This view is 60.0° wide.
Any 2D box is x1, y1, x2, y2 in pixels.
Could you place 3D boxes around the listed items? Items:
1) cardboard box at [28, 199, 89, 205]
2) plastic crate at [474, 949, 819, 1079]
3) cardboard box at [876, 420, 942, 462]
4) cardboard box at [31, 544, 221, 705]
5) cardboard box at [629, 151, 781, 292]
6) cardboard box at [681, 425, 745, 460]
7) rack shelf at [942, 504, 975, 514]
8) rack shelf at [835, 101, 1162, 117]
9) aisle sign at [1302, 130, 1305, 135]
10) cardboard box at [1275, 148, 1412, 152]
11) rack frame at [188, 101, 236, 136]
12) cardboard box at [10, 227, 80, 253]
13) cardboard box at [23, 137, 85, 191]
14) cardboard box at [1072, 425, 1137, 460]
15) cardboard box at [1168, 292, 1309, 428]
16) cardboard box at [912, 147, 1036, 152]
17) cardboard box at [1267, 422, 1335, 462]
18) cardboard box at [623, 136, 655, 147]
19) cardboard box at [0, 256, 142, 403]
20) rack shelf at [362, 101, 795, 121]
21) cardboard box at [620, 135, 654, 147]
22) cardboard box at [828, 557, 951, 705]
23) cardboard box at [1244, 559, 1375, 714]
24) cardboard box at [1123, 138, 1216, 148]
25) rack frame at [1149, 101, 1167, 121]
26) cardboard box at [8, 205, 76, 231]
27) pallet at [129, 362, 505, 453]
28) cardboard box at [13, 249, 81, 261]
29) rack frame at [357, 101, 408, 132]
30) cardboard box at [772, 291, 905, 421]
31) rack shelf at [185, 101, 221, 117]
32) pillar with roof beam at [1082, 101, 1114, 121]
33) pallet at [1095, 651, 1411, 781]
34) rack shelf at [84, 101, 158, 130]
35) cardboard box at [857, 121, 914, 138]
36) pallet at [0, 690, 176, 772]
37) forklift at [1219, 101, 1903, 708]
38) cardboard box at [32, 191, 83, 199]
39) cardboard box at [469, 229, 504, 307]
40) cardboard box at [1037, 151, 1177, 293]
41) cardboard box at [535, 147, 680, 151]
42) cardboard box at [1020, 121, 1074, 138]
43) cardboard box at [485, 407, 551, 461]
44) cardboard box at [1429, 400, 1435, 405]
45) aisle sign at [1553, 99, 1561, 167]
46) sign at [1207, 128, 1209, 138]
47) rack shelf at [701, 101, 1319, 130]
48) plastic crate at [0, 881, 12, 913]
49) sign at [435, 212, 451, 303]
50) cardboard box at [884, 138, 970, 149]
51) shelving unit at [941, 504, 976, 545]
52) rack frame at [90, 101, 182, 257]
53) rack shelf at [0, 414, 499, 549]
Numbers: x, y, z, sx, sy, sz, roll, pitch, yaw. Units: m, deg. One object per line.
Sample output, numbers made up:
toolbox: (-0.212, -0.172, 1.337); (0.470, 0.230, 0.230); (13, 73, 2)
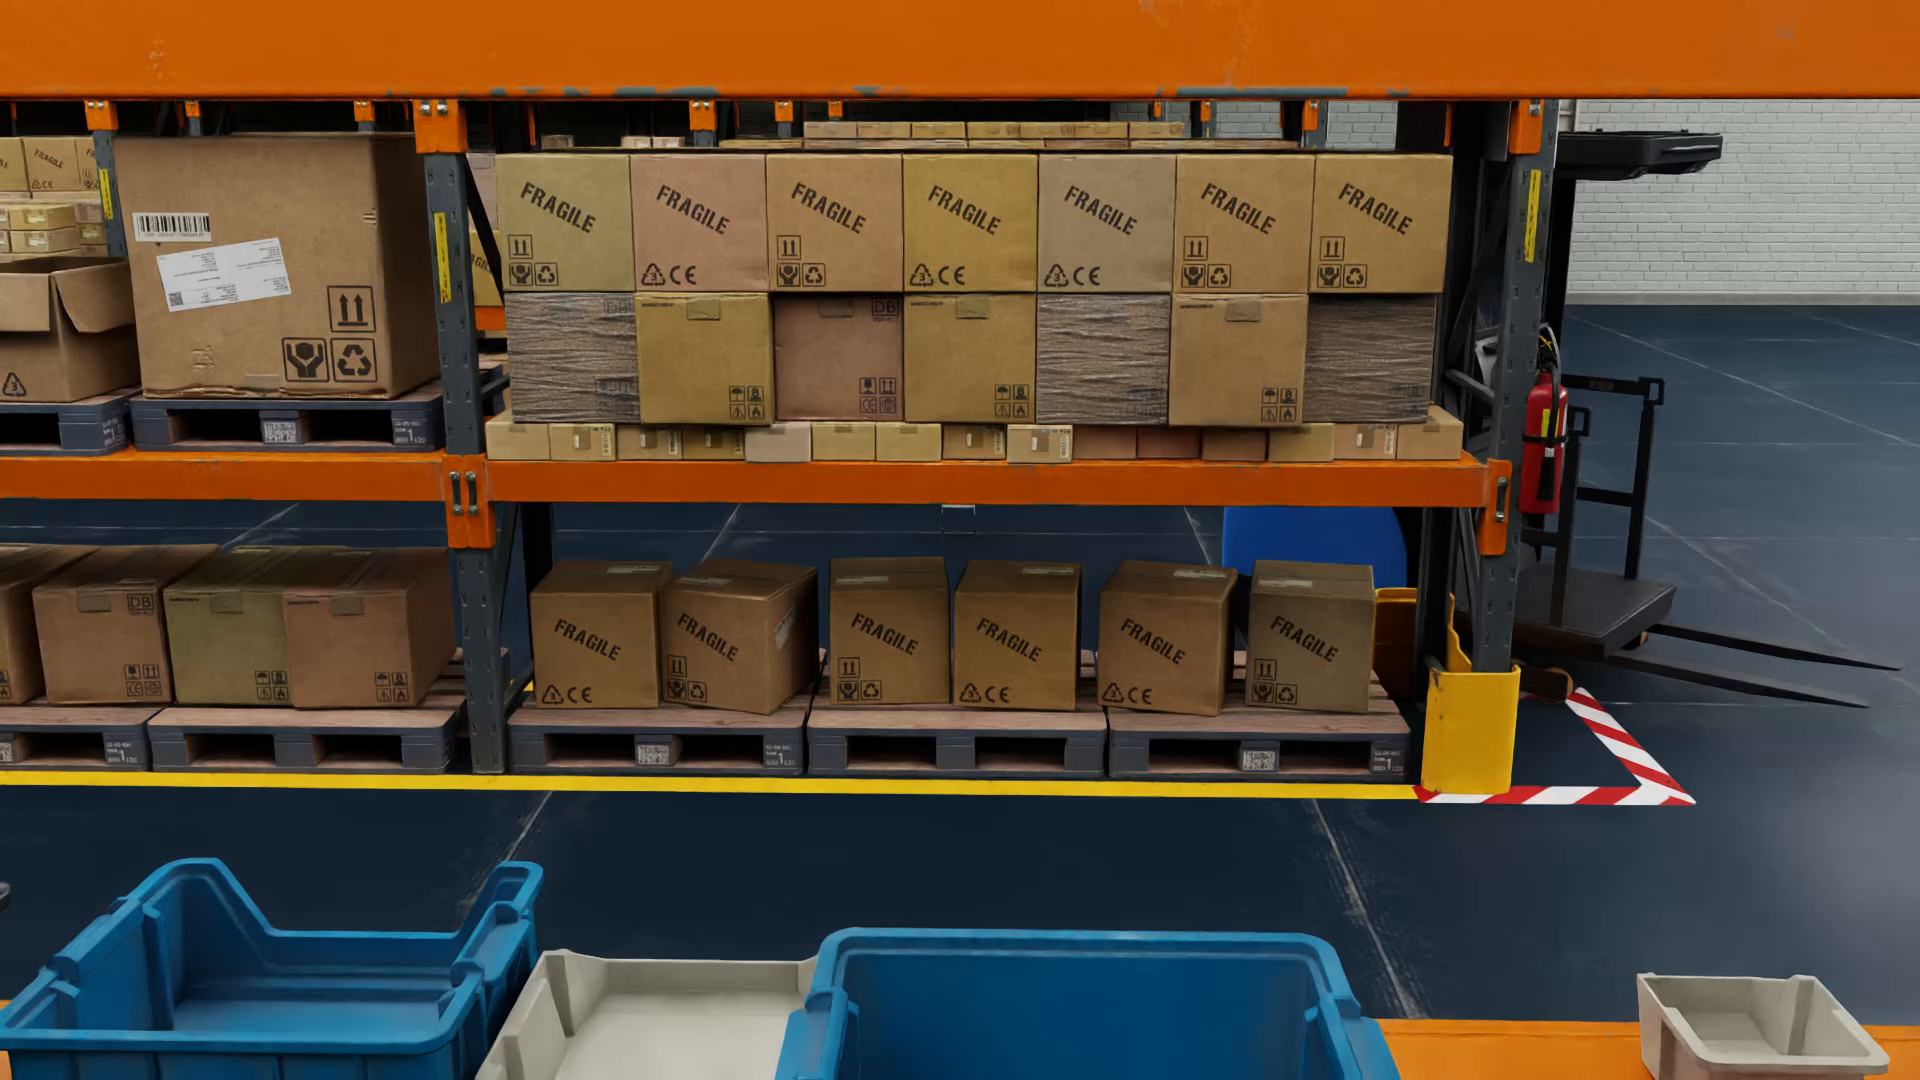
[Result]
cardboard box: (-6.395, -2.337, 11.822); (0.250, 0.149, 0.380); (0, 15, 0)
plastic crate: (-0.395, 0.712, 2.277); (0.437, 0.136, 0.530); (0, 15, 1)
cardboard box: (-0.192, -0.418, 6.538); (0.250, 0.149, 0.380); (0, 15, 1)
cardboard box: (-3.548, 0.351, 7.169); (0.500, 0.500, 0.700); (-1, 15, -3)
cardboard box: (-0.955, -1.229, 6.380); (0.500, 0.500, 0.500); (0, 15, 1)
cardboard box: (-0.941, -0.426, 6.567); (0.250, 0.149, 0.380); (0, 15, 1)
rack shelf: (-0.008, -0.229, 10.280); (0.200, 0.077, 0.258); (0, 15, 1)
rack shelf: (0.477, -5.507, 20.863); (4.000, 0.370, 1.077); (0, 15, 1)
aisle sign: (2.406, -3.196, 11.476); (0.004, 0.787, 0.394); (0, 15, 1)
cardboard box: (1.557, -1.347, 6.826); (0.500, 0.500, 0.500); (0, 15, 1)
rack frame: (-9.520, -4.470, 21.401); (0.127, 3.000, 1.000); (0, 15, 1)
cardboard box: (-6.175, -2.027, 11.230); (0.250, 0.149, 0.380); (1, 15, 3)
cardboard box: (-8.701, -3.663, 16.188); (0.500, 0.500, 0.500); (0, 15, 1)
cardboard box: (0.560, -0.430, 6.582); (0.250, 0.149, 0.380); (0, 15, 1)
cardboard box: (1.048, -0.774, 6.613); (0.500, 0.500, 0.875); (0, 15, 1)
cardboard box: (0.058, -1.357, 6.863); (0.500, 0.500, 0.500); (0, 15, 1)
cardboard box: (1.309, -0.416, 6.530); (0.250, 0.149, 0.380); (0, 15, 1)
cardboard box: (-3.077, -3.803, 16.000); (0.250, 0.149, 0.380); (0, 15, -1)
cardboard box: (-3.634, -0.865, 6.713); (0.637, 0.503, 0.797); (2, 15, 7)
rack shelf: (-3.645, -4.267, 16.164); (4.000, 0.370, 1.077); (0, 15, 1)
cardboard box: (-3.195, -3.935, 16.499); (0.250, 0.149, 0.380); (1, 15, 5)
cardboard box: (-0.304, 0.380, 7.097); (0.500, 0.500, 0.500); (-1, 15, -4)
cardboard box: (1.476, 0.399, 7.025); (0.500, 0.500, 0.500); (3, 15, 12)
cardboard box: (1.406, -2.450, 11.334); (0.550, 0.550, 0.875); (0, 15, 1)
rack frame: (2.476, -4.391, 21.105); (0.127, 3.000, 1.000); (0, 15, 1)
cardboard box: (-6.171, -2.170, 11.189); (0.250, 0.149, 0.380); (0, 15, -1)
pallet: (-2.659, -0.574, 7.010); (1.213, 0.211, 1.003); (0, 15, 1)
cardboard box: (-6.175, -1.882, 11.263); (0.250, 0.149, 0.380); (1, 15, 2)
rack frame: (-5.644, -3.178, 16.504); (0.127, 3.000, 1.000); (0, 15, 1)
cardboard box: (-0.449, -0.808, 6.743); (0.500, 0.500, 0.875); (0, 15, 1)
rack shelf: (-11.519, -5.585, 21.159); (4.000, 0.370, 1.077); (0, 15, 1)
pillar with roof beam: (1.693, -6.429, 17.066); (0.400, 9.000, 9.100); (0, 15, 1)
pallet: (1.213, 0.735, 7.139); (1.213, 0.211, 1.003); (0, 15, 1)
rack shelf: (-7.669, -3.030, 11.476); (4.000, 0.370, 1.077); (0, 15, 1)
cardboard box: (-0.701, -3.760, 15.973); (0.500, 0.500, 0.700); (0, 15, 2)
pallet: (-3.900, 0.712, 7.227); (1.213, 0.211, 1.003); (0, 15, 1)
forklift: (2.792, -0.825, 7.722); (3.031, 2.935, 1.130); (12, 19, 38)
cardboard box: (-8.688, -3.302, 16.289); (0.500, 0.250, 0.500); (1, 15, 2)
cardboard box: (-3.210, -1.879, 11.385); (0.500, 0.500, 0.500); (1, 15, 2)
cardboard box: (0.544, -1.220, 6.346); (0.500, 0.500, 0.500); (0, 15, 1)
cardboard box: (-1.442, -1.367, 6.903); (0.500, 0.500, 0.500); (0, 15, 1)
cardboard box: (0.819, -3.731, 15.863); (0.500, 0.500, 0.700); (0, 15, 1)
cardboard box: (-1.691, -0.425, 6.562); (0.250, 0.149, 0.380); (0, 15, 1)
cardboard box: (1.821, -0.539, 6.997); (0.250, 0.149, 0.380); (0, 15, 1)
aisle sign: (2.154, -1.778, 6.104); (0.004, 0.787, 0.394); (0, 15, 1)
sign: (2.319, -3.697, 15.583); (0.005, 0.325, 0.100); (0, 15, 1)
rack shelf: (0.328, -2.978, 11.278); (4.000, 0.370, 1.077); (0, 15, 1)
plastic crate: (-1.505, 0.705, 1.911); (0.504, 0.338, 0.767); (0, 15, 1)
sign: (-1.909, -1.043, 6.142); (0.005, 0.325, 0.100); (0, 15, 1)
cardboard box: (-0.214, -2.460, 11.372); (0.550, 0.550, 0.875); (0, 15, 1)
shelving unit: (-0.008, -0.435, 10.225); (0.210, 0.900, 0.258); (0, 15, 1)
rack frame: (-5.670, -1.915, 11.717); (0.127, 3.000, 1.000); (0, 15, 1)
rack shelf: (-3.898, -0.290, 6.968); (4.000, 0.370, 1.077); (0, 15, 1)
